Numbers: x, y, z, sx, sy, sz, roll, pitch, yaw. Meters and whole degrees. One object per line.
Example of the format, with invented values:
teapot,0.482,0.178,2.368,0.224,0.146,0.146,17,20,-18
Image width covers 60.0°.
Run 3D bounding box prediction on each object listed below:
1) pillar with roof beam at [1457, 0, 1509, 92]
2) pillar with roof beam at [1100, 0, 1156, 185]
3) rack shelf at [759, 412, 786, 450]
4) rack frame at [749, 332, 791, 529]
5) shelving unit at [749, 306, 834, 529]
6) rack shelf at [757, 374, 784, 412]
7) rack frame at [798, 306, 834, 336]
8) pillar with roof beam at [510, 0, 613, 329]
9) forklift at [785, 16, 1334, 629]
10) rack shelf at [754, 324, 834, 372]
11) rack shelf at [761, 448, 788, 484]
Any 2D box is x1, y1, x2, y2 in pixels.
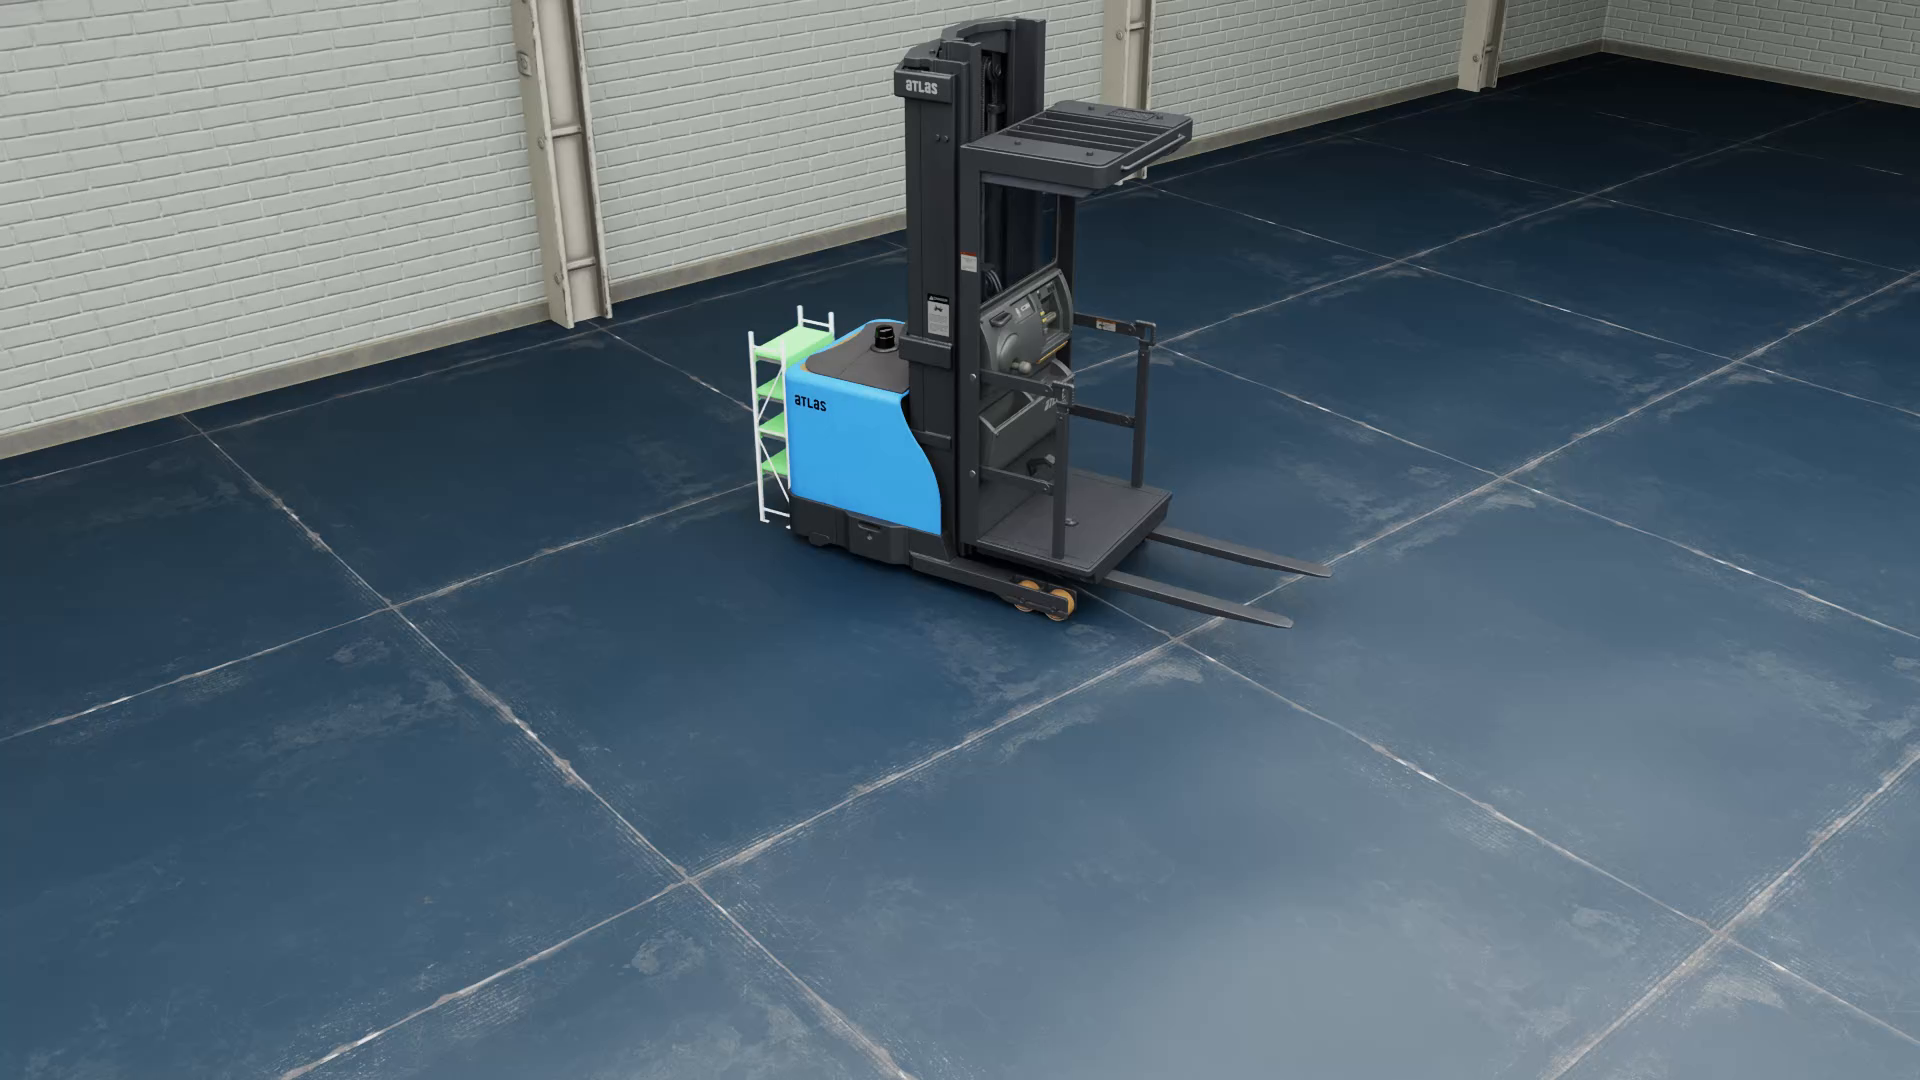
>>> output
pillar with roof beam,8.958,-7.836,14.866,0.400,9.000,9.100,-22,35,-35
pillar with roof beam,4.393,-6.001,11.432,0.400,9.000,9.100,-22,35,-35
rack shelf,-0.967,-0.663,9.854,0.258,0.148,0.480,15,32,26
rack frame,-1.088,-0.620,9.637,0.240,1.200,0.015,15,32,26
shelving unit,-0.967,-0.720,9.824,0.258,1.200,0.503,15,32,26
rack shelf,-0.967,-0.875,9.741,0.258,0.148,0.480,15,32,26
rack frame,-0.846,-0.820,10.011,0.240,1.200,0.015,15,32,26
pillar with roof beam,-0.171,-4.166,7.997,0.400,9.000,9.100,-22,35,-35
forklift,0.538,-1.145,8.783,3.031,2.935,1.130,15,32,26
rack shelf,-0.967,-1.087,9.627,0.258,0.148,0.480,15,32,26
rack shelf,-0.967,-0.452,9.967,0.258,0.148,0.480,15,32,26
